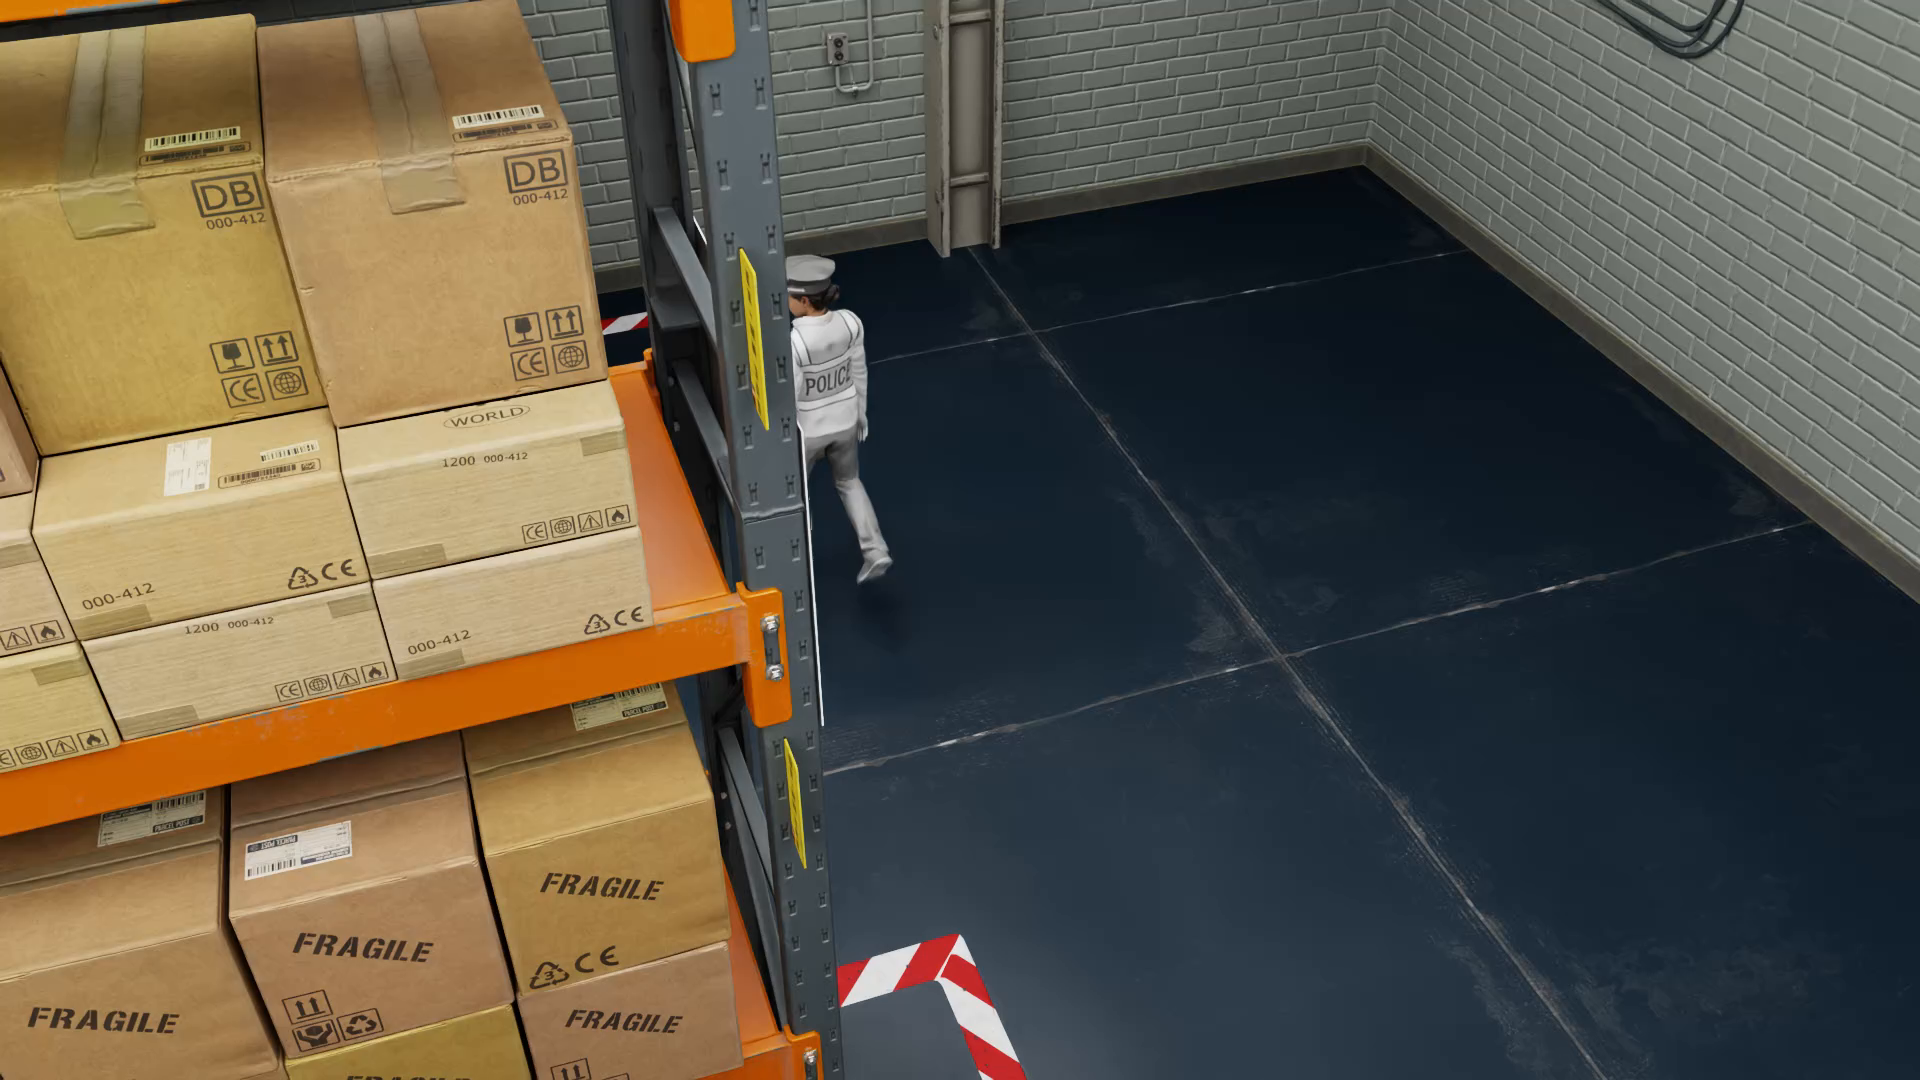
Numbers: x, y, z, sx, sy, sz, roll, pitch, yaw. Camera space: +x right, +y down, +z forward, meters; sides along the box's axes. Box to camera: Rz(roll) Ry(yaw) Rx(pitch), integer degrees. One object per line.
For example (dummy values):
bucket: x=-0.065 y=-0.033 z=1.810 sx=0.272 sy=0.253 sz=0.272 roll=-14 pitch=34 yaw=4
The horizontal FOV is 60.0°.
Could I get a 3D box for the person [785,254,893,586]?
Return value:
person: x=-0.604 y=-0.485 z=7.390 sx=0.499 sy=1.652 sz=0.730 roll=-22 pitch=43 yaw=-26
